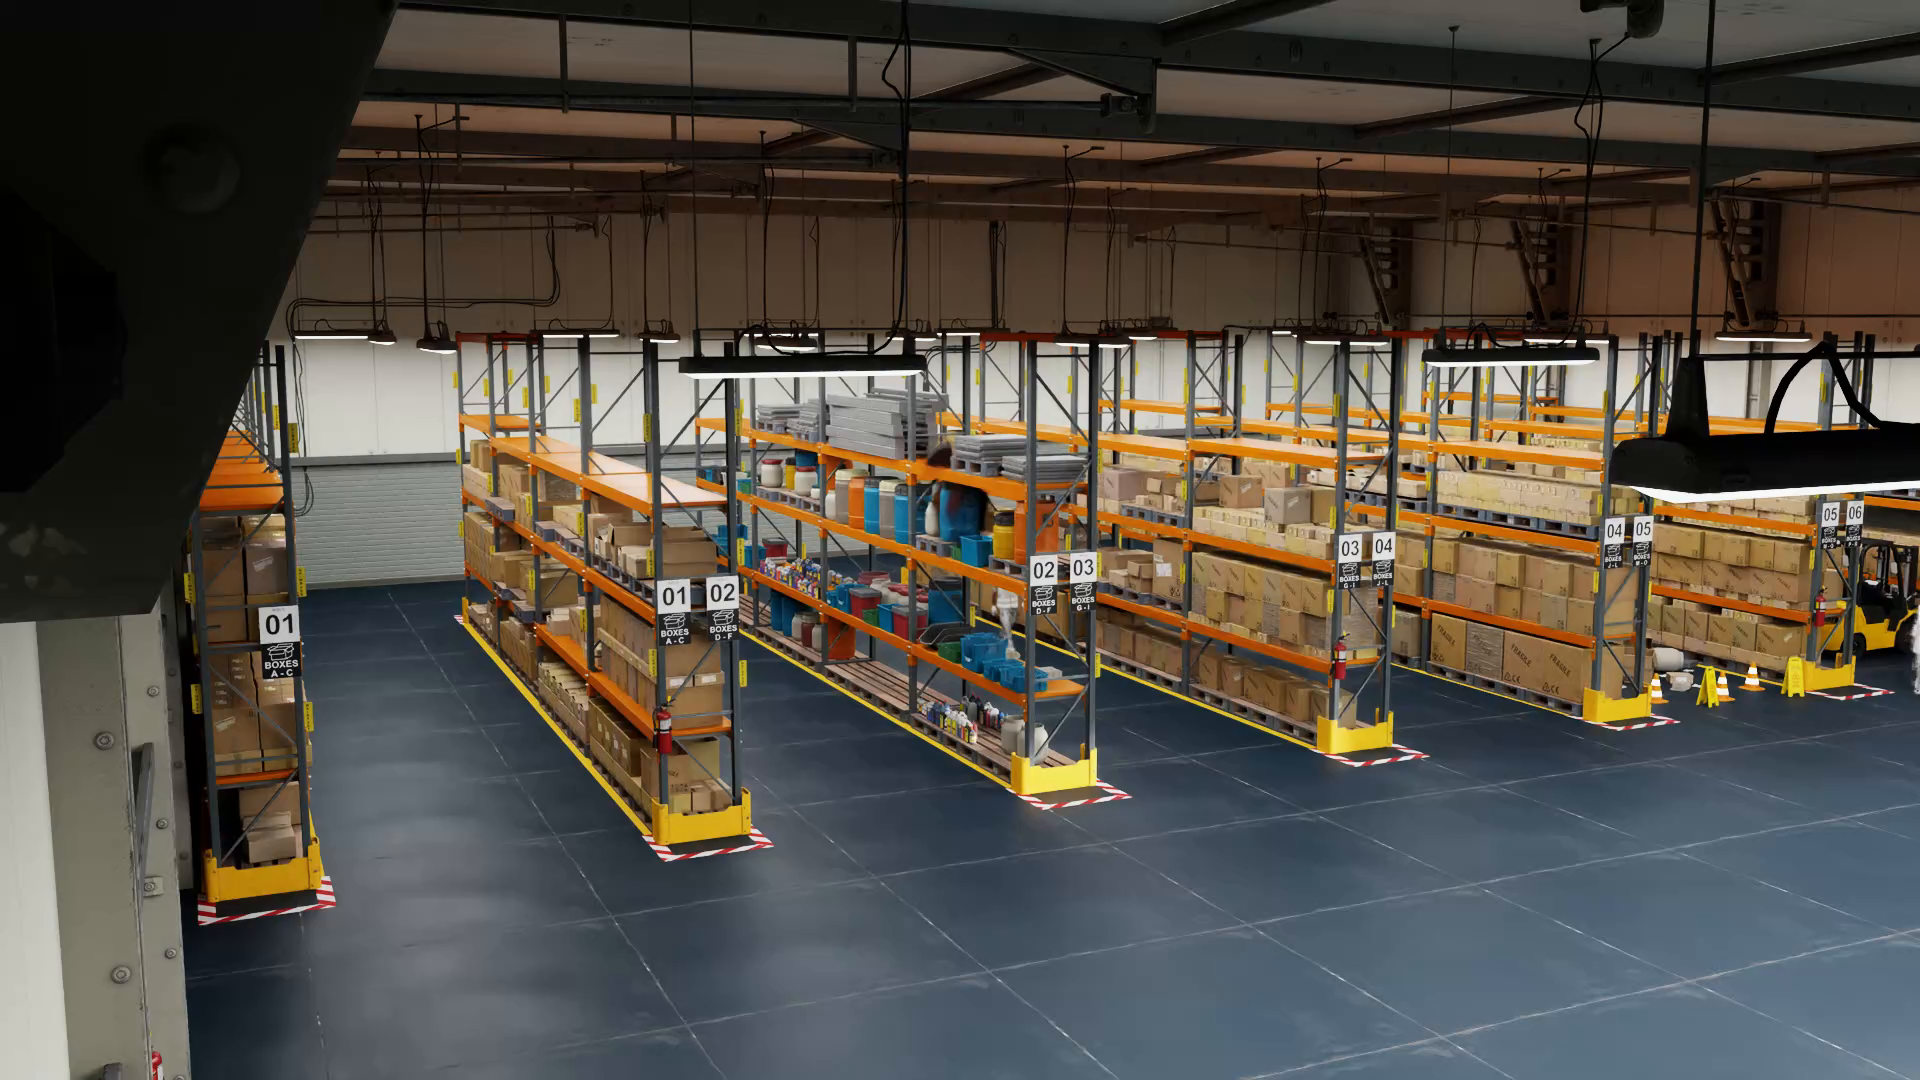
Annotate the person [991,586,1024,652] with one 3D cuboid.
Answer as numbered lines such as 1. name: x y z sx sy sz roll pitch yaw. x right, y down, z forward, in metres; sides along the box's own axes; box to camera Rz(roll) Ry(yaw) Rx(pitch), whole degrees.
1. person: 0.943 1.259 31.169 0.560 1.728 1.047 -4 9 -26

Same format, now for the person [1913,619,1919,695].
1. person: 16.319 1.745 27.874 0.581 1.867 0.471 5 9 31
